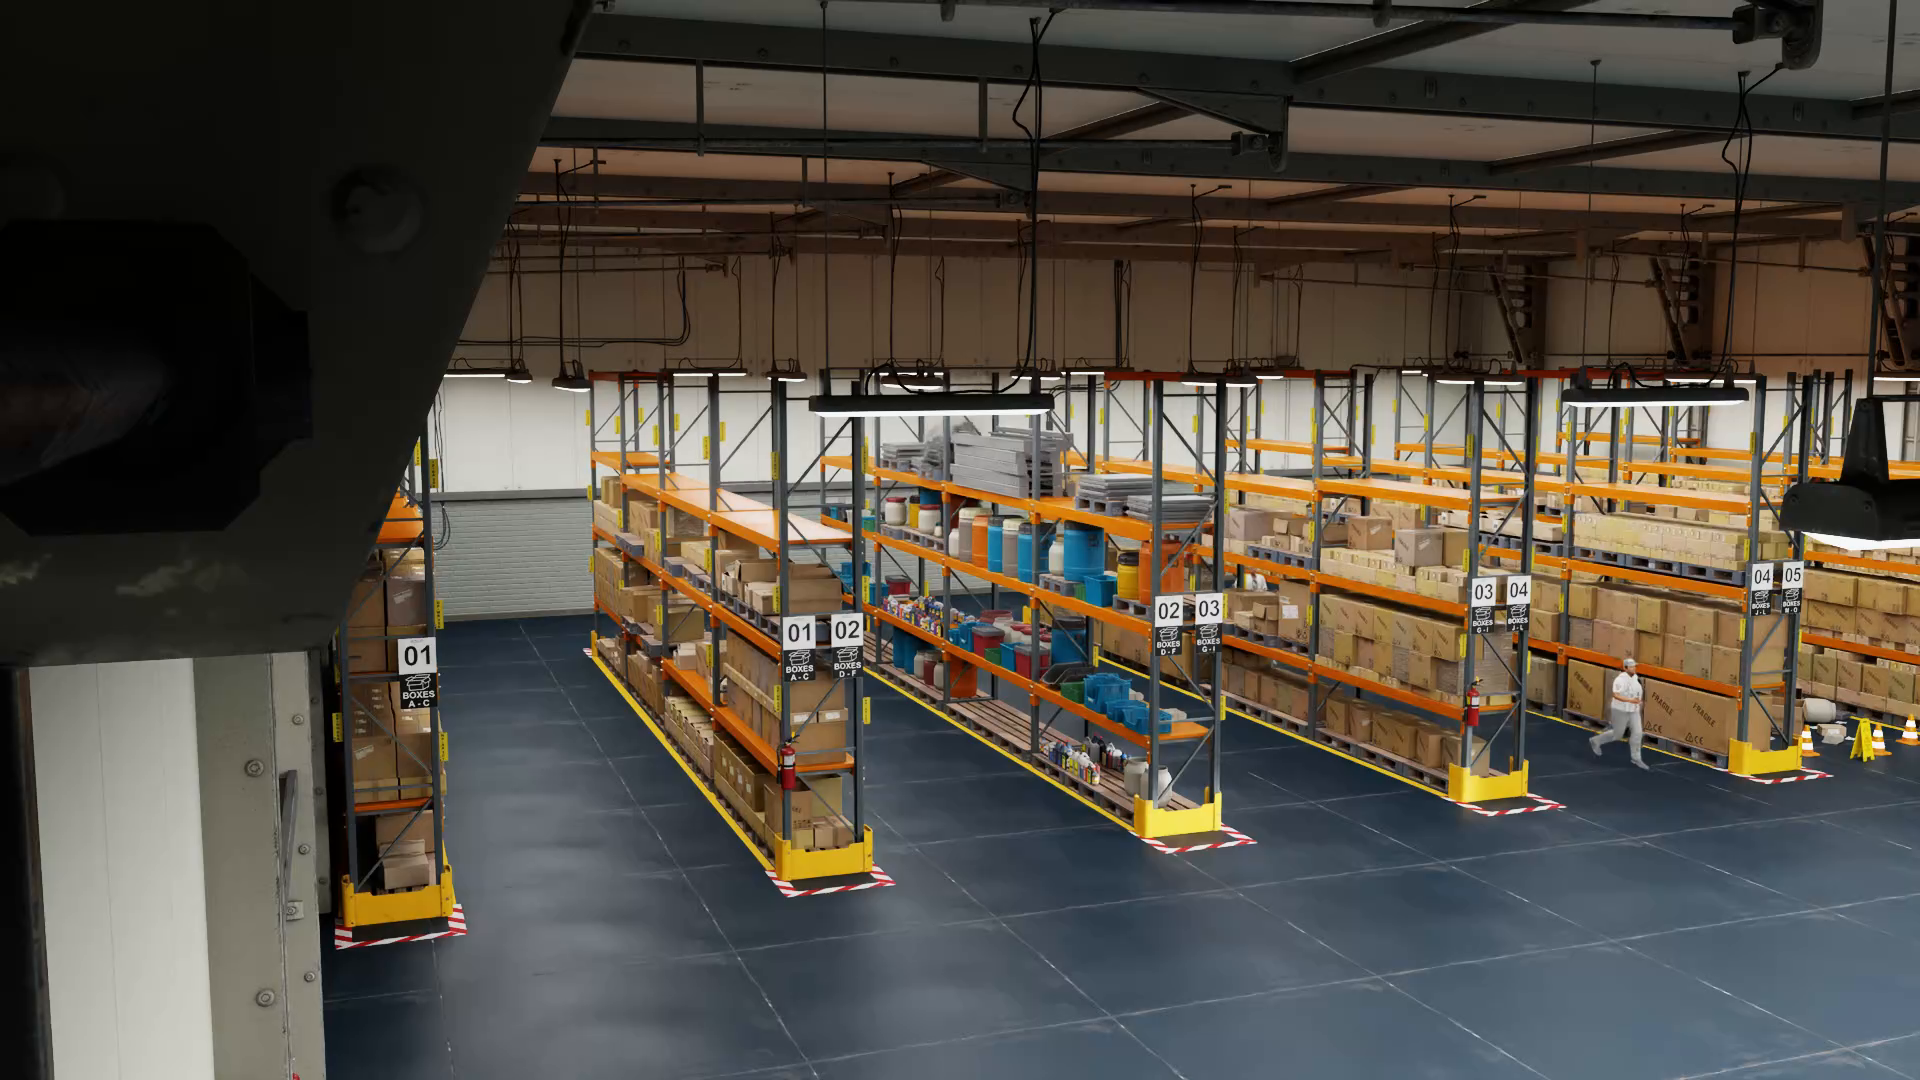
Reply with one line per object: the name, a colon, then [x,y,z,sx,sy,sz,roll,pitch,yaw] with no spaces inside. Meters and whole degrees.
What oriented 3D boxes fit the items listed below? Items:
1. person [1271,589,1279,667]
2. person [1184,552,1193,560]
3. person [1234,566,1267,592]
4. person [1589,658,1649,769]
person: [6.416,1.781,33.651,0.506,1.586,0.656,-5,8,-35]
person: [5.627,0.932,41.144,0.518,1.629,0.839,-4,8,-35]
person: [6.400,1.415,36.347,0.656,1.825,0.794,-2,7,-18]
person: [10.256,2.648,25.741,0.583,1.677,0.915,-4,8,-32]
